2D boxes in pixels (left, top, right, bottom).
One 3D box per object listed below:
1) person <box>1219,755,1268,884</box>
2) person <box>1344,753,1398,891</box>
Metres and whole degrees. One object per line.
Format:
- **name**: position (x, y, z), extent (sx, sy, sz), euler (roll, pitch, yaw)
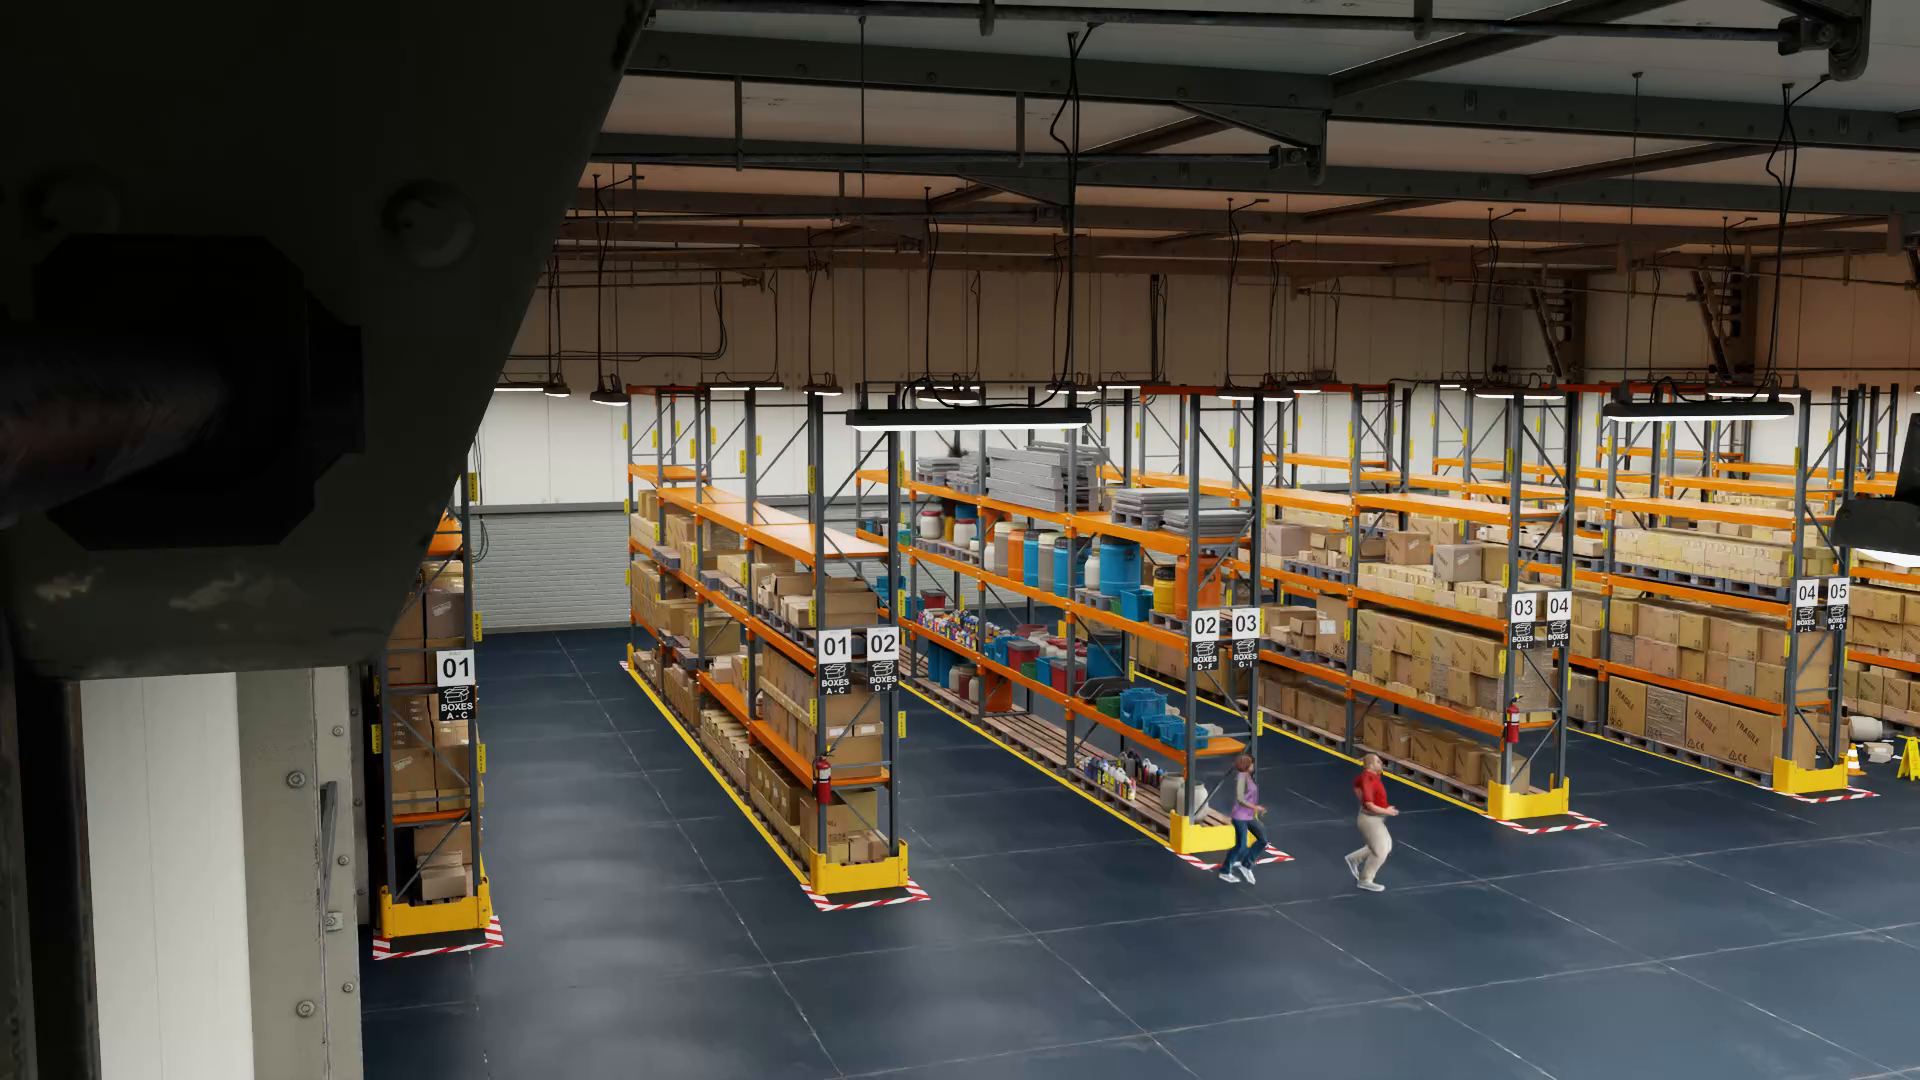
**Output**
- **person**: position (3.516, 3.428, 20.484), extent (0.574, 1.562, 0.552), euler (3, 7, 25)
- **person**: position (4.998, 3.414, 20.184), extent (0.623, 1.682, 0.682), euler (1, 6, 12)
